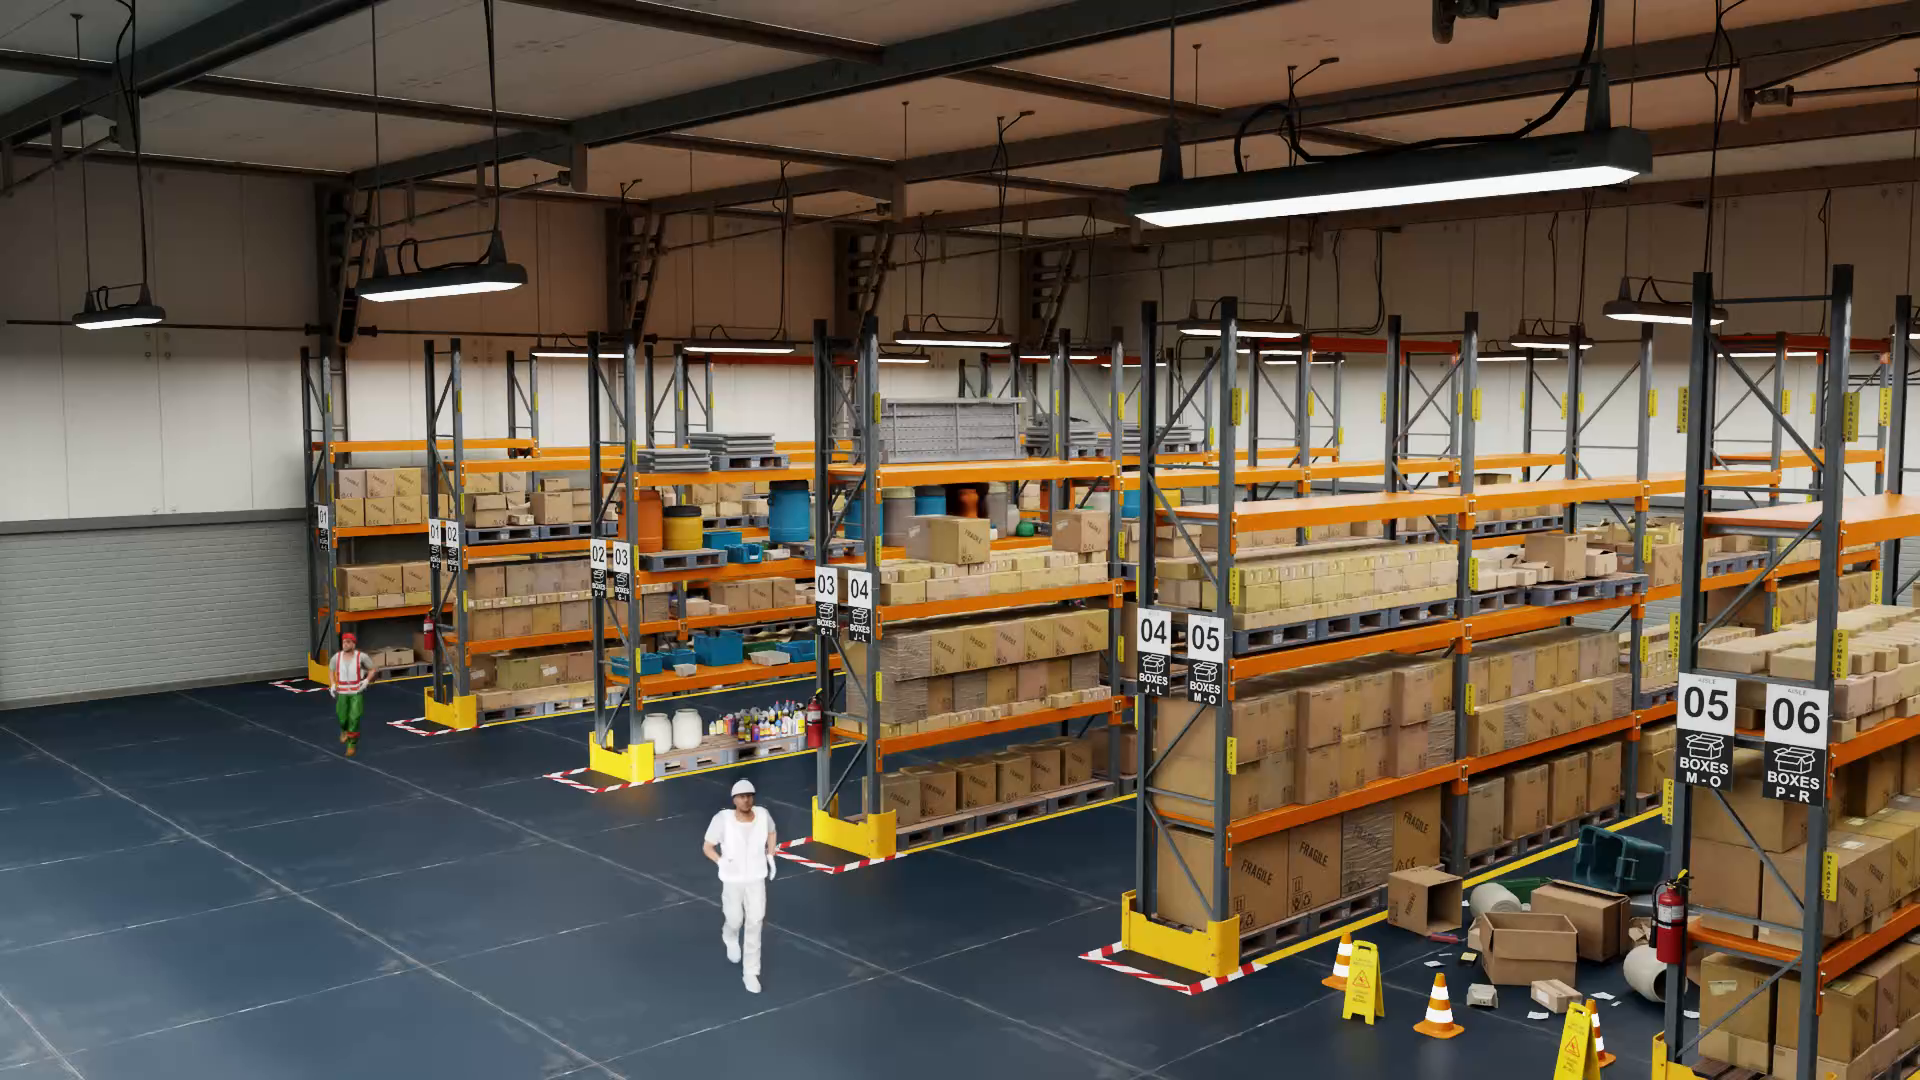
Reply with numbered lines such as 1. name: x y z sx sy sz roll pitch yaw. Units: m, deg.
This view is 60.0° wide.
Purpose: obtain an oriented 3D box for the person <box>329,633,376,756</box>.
1. person: -8.738 2.198 23.909 0.650 1.755 0.647 -1 5 -10

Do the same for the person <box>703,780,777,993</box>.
1. person: -1.932 2.988 14.664 0.662 1.783 0.917 -1 5 -15

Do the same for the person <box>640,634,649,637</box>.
1. person: -5.921 1.637 30.825 0.563 1.618 0.572 4 6 39
